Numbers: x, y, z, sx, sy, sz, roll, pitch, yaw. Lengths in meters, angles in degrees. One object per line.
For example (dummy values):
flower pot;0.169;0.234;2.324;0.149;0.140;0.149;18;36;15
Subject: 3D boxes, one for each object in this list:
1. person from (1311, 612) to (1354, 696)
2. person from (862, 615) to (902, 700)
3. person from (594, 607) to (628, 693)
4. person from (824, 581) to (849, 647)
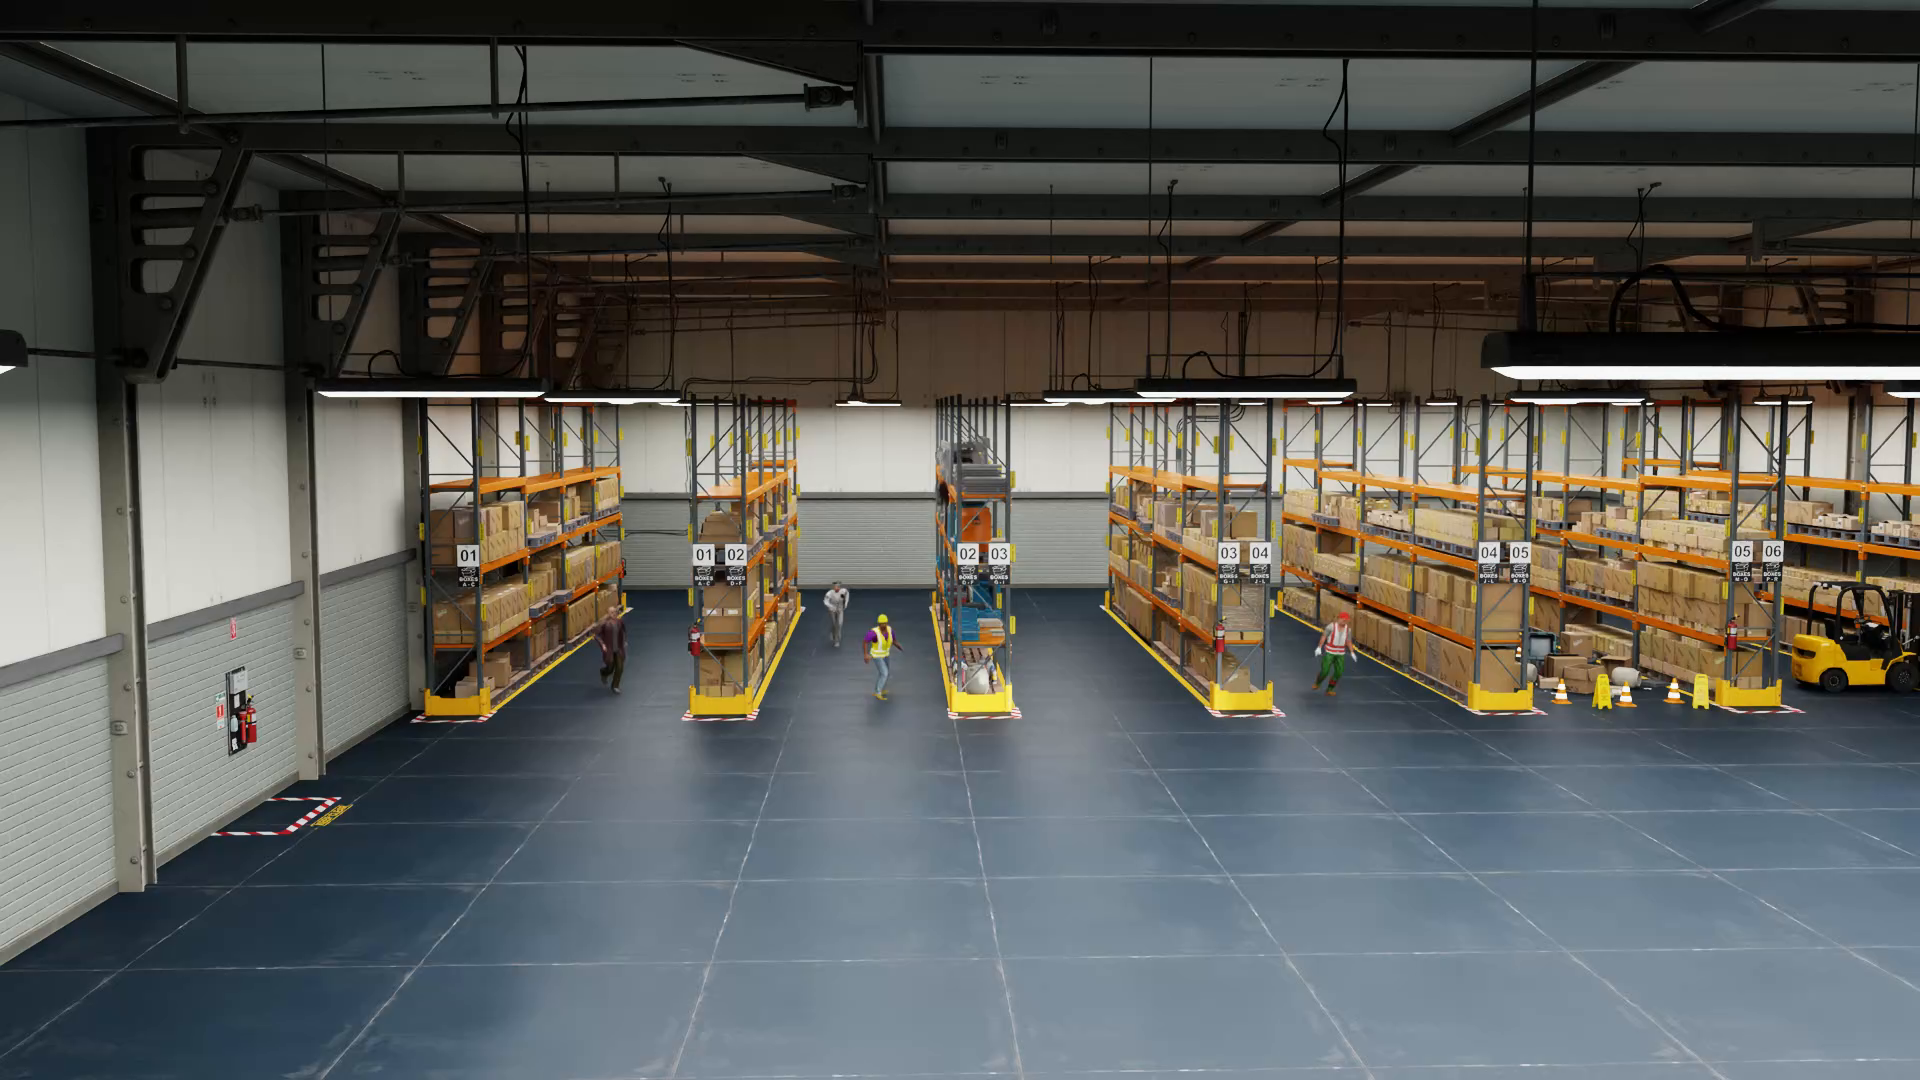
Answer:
person;7.434;2.253;33.125;0.765;1.701;0.691;-1;5;-10
person;-1.523;2.319;32.919;0.825;1.722;0.693;3;6;37
person;-7.061;2.215;33.694;0.721;1.734;0.807;-3;5;-32
person;-3.022;1.768;40.435;0.652;1.633;0.959;-1;5;-15
